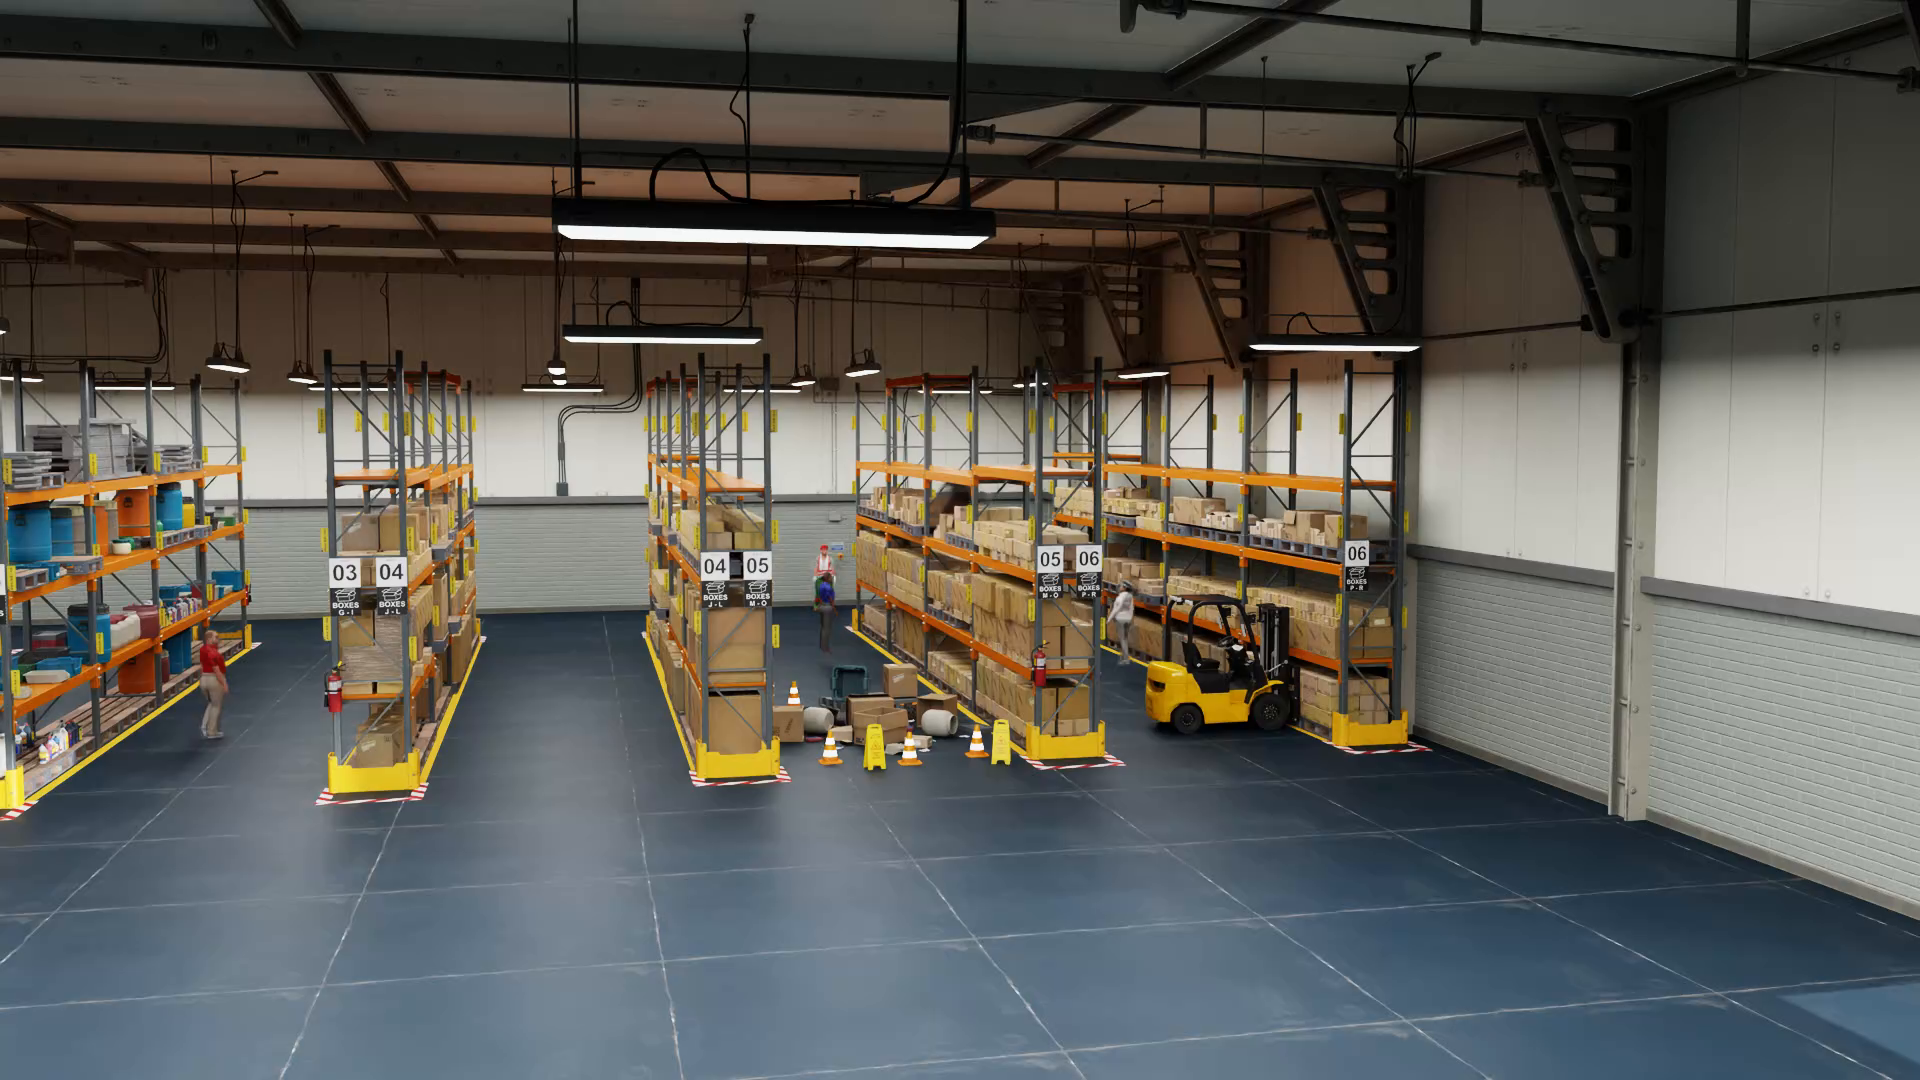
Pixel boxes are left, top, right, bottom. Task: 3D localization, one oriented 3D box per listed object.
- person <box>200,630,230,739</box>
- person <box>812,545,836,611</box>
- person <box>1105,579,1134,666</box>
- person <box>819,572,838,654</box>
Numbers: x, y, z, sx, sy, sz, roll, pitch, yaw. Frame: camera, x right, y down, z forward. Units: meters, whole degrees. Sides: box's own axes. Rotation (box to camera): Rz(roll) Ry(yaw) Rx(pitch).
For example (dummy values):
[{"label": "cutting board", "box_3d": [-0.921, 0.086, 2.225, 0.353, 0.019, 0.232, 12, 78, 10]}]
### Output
[{"label": "person", "box_3d": [-11.858, 2.303, 26.452, 0.562, 1.759, 0.465, 2, 4, 23]}, {"label": "person", "box_3d": [-3.636, 1.025, 44.476, 0.591, 1.792, 0.495, 1, 4, 19]}, {"label": "person", "box_3d": [3.150, 1.631, 32.425, 0.562, 1.769, 0.627, -2, 4, -28]}, {"label": "person", "box_3d": [-2.771, 1.546, 34.321, 0.403, 1.592, 0.492, -2, 5, -30]}]
